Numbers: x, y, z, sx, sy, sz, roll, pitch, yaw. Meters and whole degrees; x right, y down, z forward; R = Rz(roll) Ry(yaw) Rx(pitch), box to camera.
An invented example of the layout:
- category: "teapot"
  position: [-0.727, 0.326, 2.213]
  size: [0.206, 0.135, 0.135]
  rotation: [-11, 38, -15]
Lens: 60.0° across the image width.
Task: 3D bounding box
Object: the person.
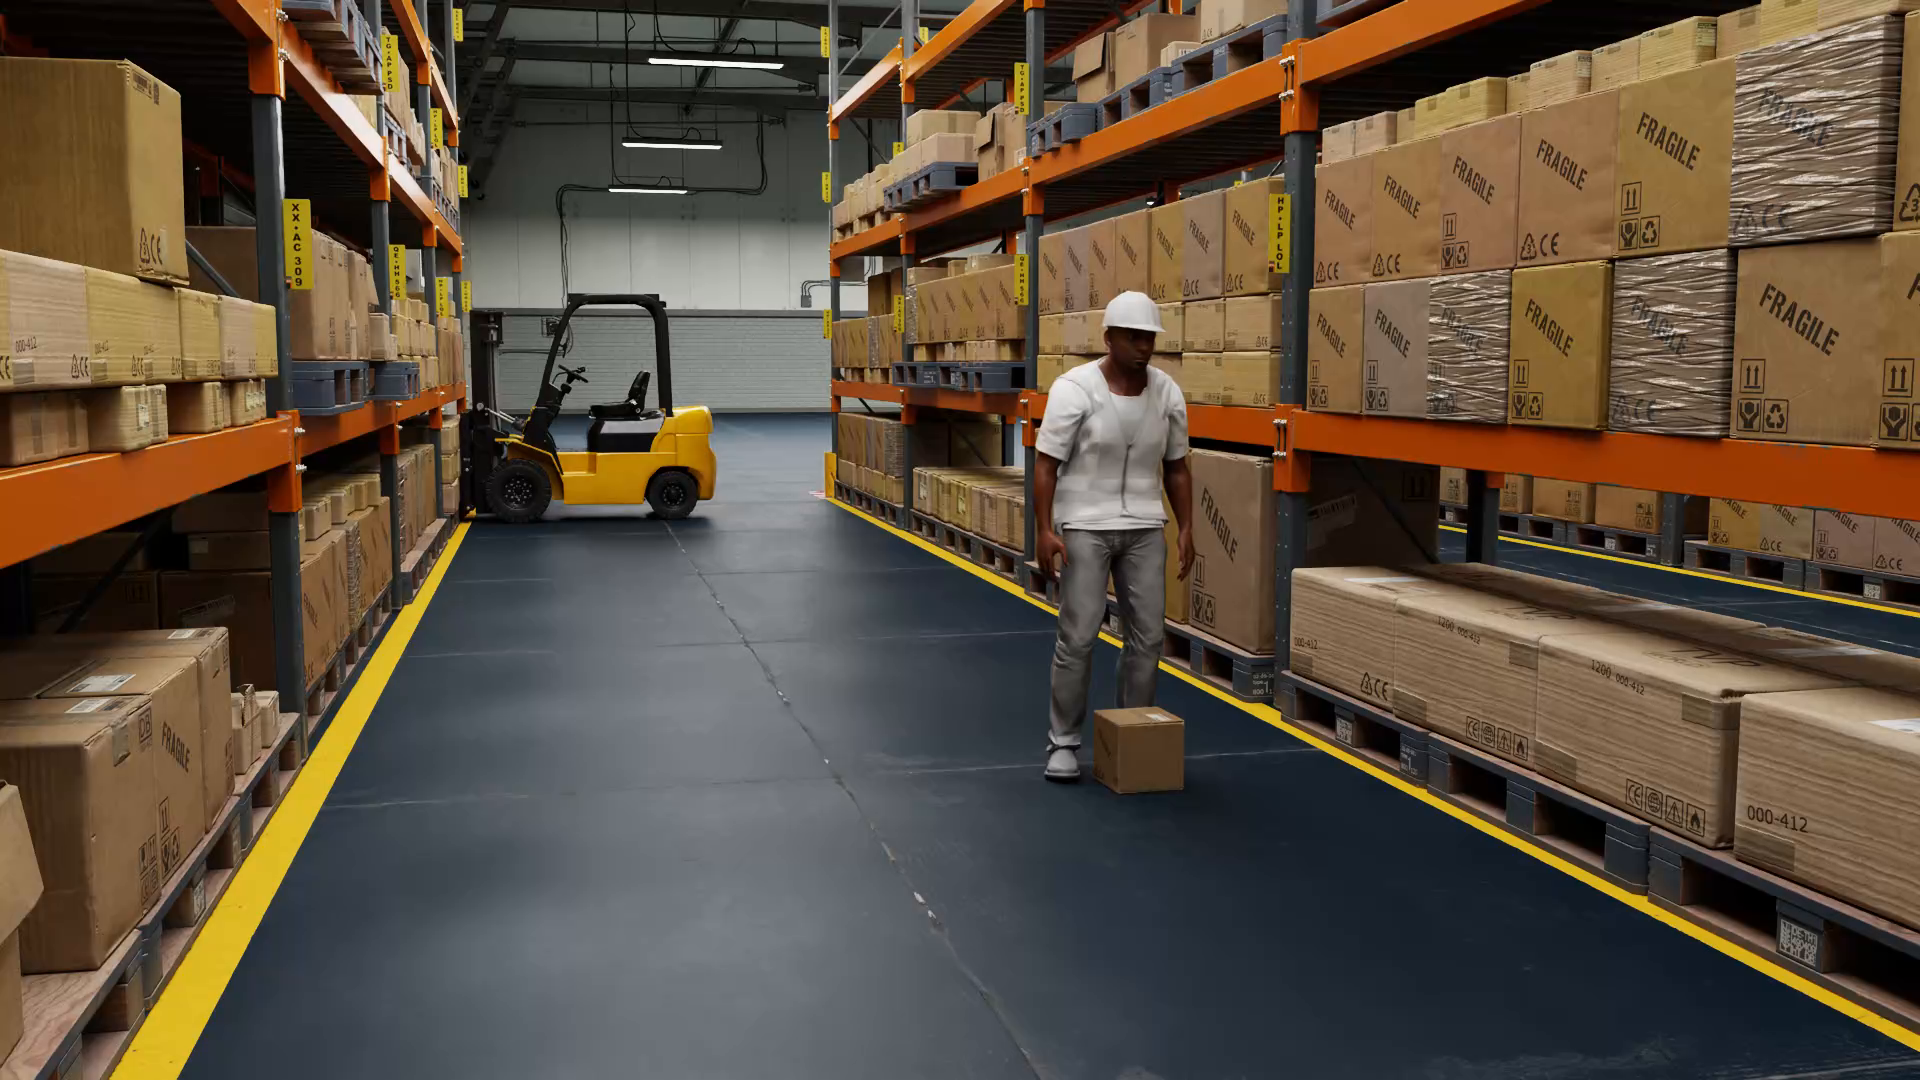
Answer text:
- category: "person"
  position: [0.573, -0.022, 6.083]
  size: [0.634, 1.759, 0.461]
  rotation: [-2, 6, -17]
